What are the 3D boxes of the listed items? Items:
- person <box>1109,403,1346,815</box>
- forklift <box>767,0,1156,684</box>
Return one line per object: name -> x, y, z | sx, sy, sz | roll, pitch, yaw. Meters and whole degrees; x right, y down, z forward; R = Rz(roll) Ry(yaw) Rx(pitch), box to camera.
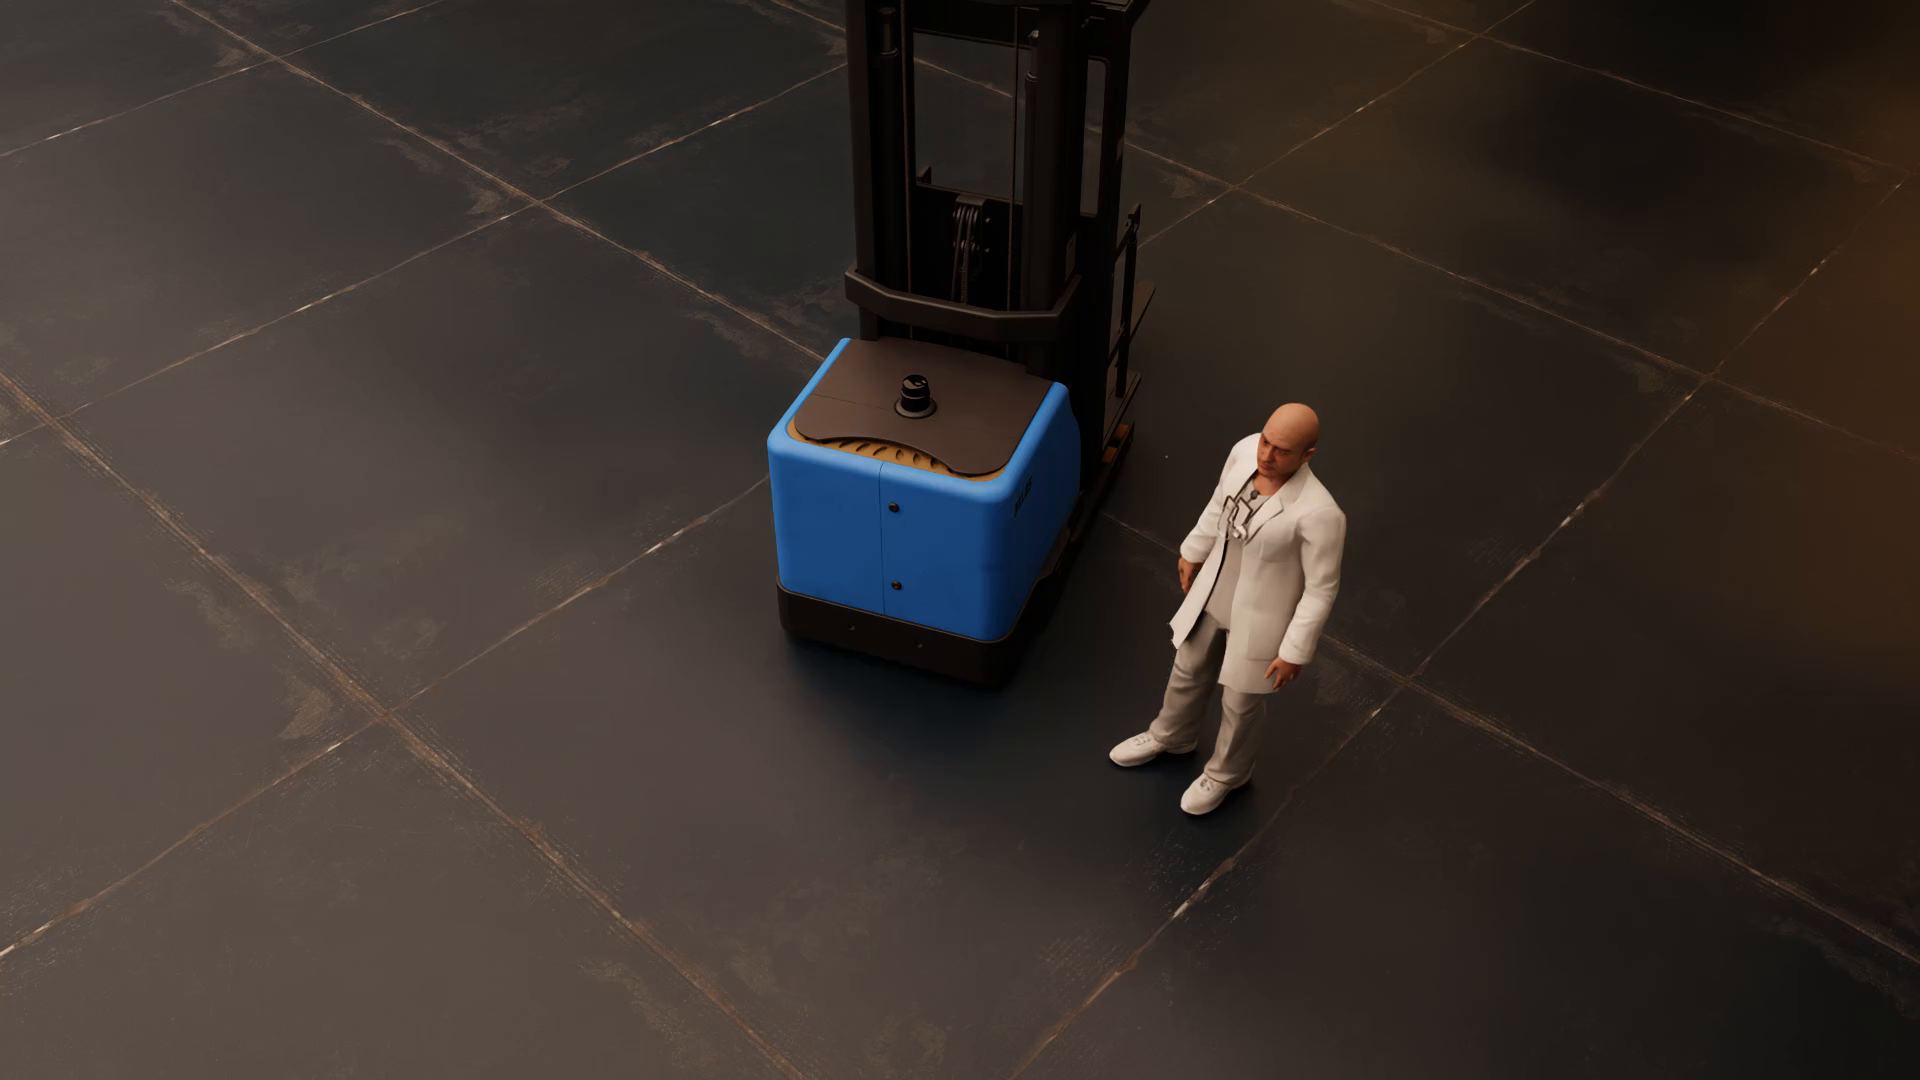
person -> 0.970, 0.276, 5.989 | 0.538, 1.782, 0.713 | -22, 45, -24
forklift -> 0.211, -1.484, 7.158 | 1.130, 2.935, 3.031 | 14, 42, 15
